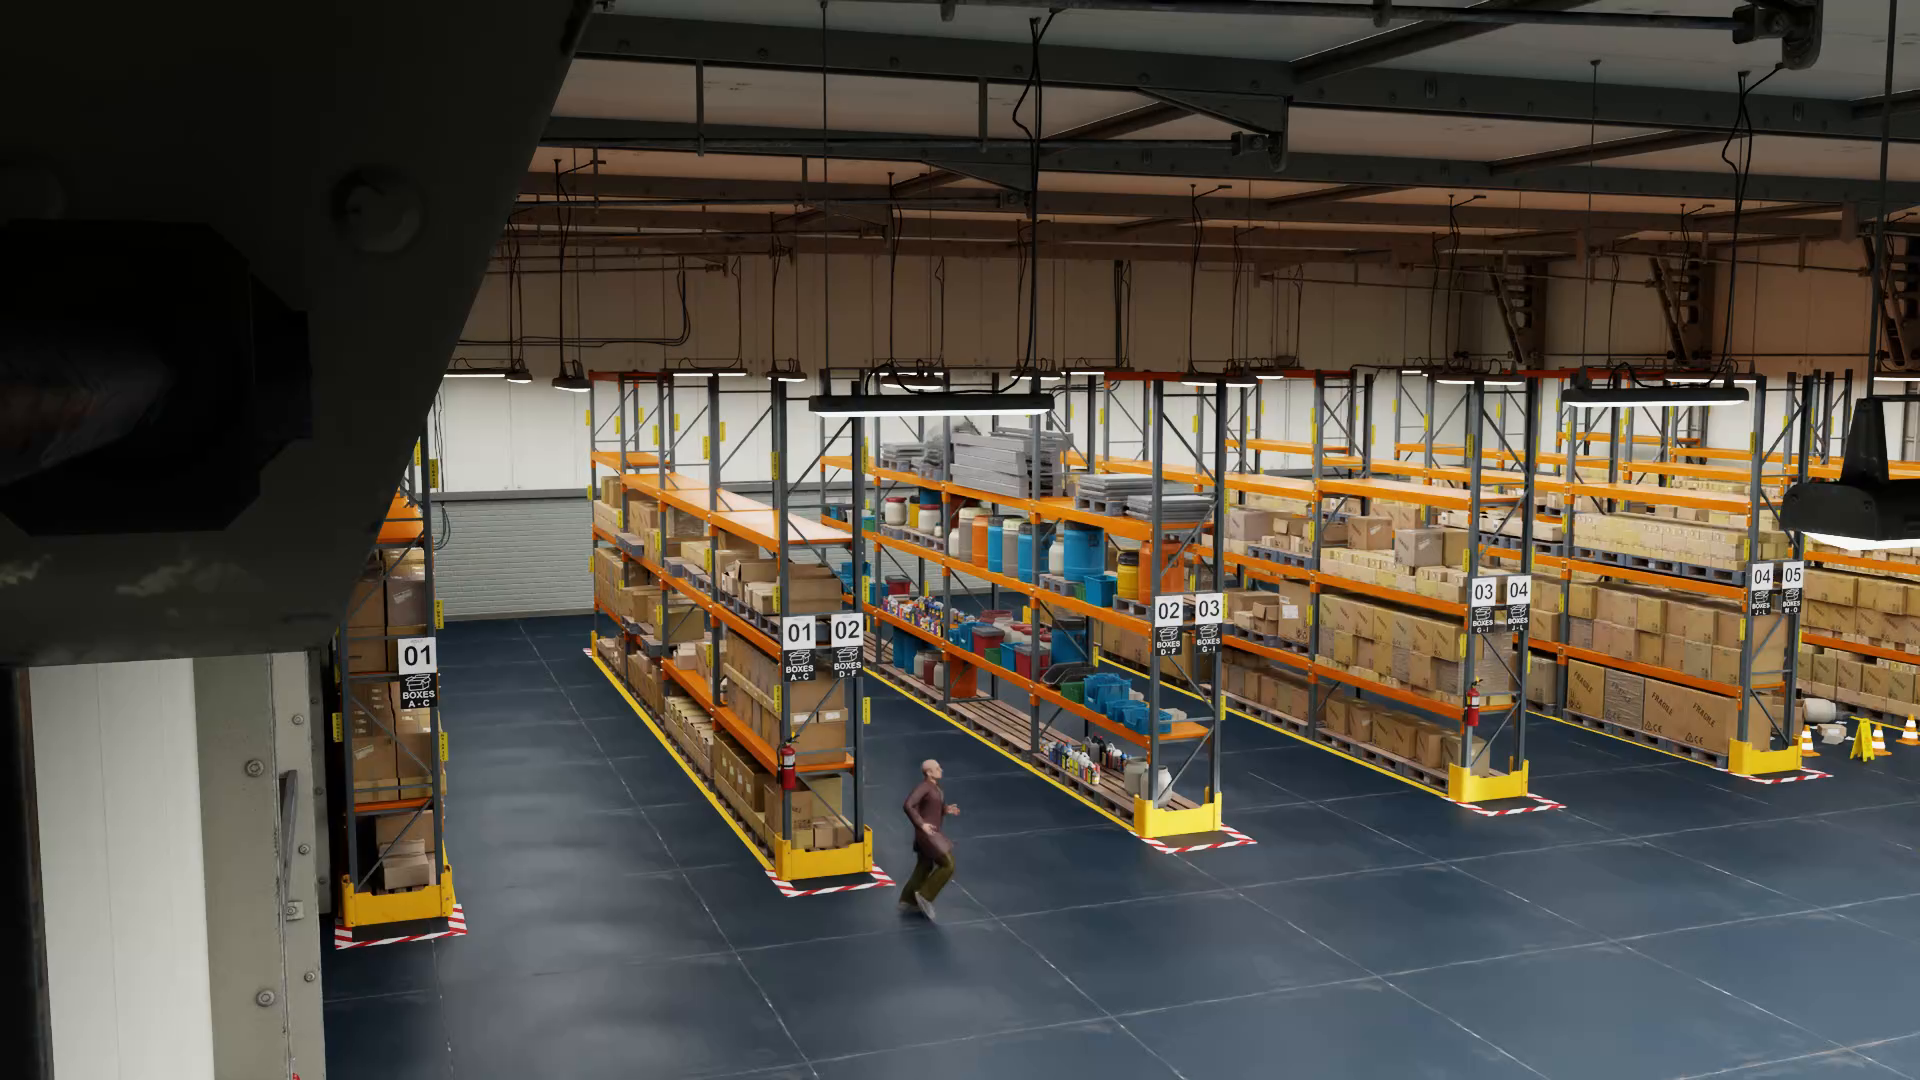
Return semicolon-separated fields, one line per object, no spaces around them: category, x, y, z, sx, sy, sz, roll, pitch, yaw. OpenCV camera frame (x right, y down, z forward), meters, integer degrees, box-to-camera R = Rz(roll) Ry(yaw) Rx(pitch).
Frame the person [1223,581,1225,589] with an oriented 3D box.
person;5.467;1.617;34.933;0.577;1.636;0.867;-3;7;-26

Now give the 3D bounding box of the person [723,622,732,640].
person;-4.836;1.612;34.465;0.677;1.798;0.703;-3;7;-27

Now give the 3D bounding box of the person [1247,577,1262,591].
person;7.350;0.754;42.321;0.754;1.726;0.707;-5;8;-37

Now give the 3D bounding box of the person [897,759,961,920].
person;-0.353;3.362;18.840;0.720;1.784;0.716;1;6;5
